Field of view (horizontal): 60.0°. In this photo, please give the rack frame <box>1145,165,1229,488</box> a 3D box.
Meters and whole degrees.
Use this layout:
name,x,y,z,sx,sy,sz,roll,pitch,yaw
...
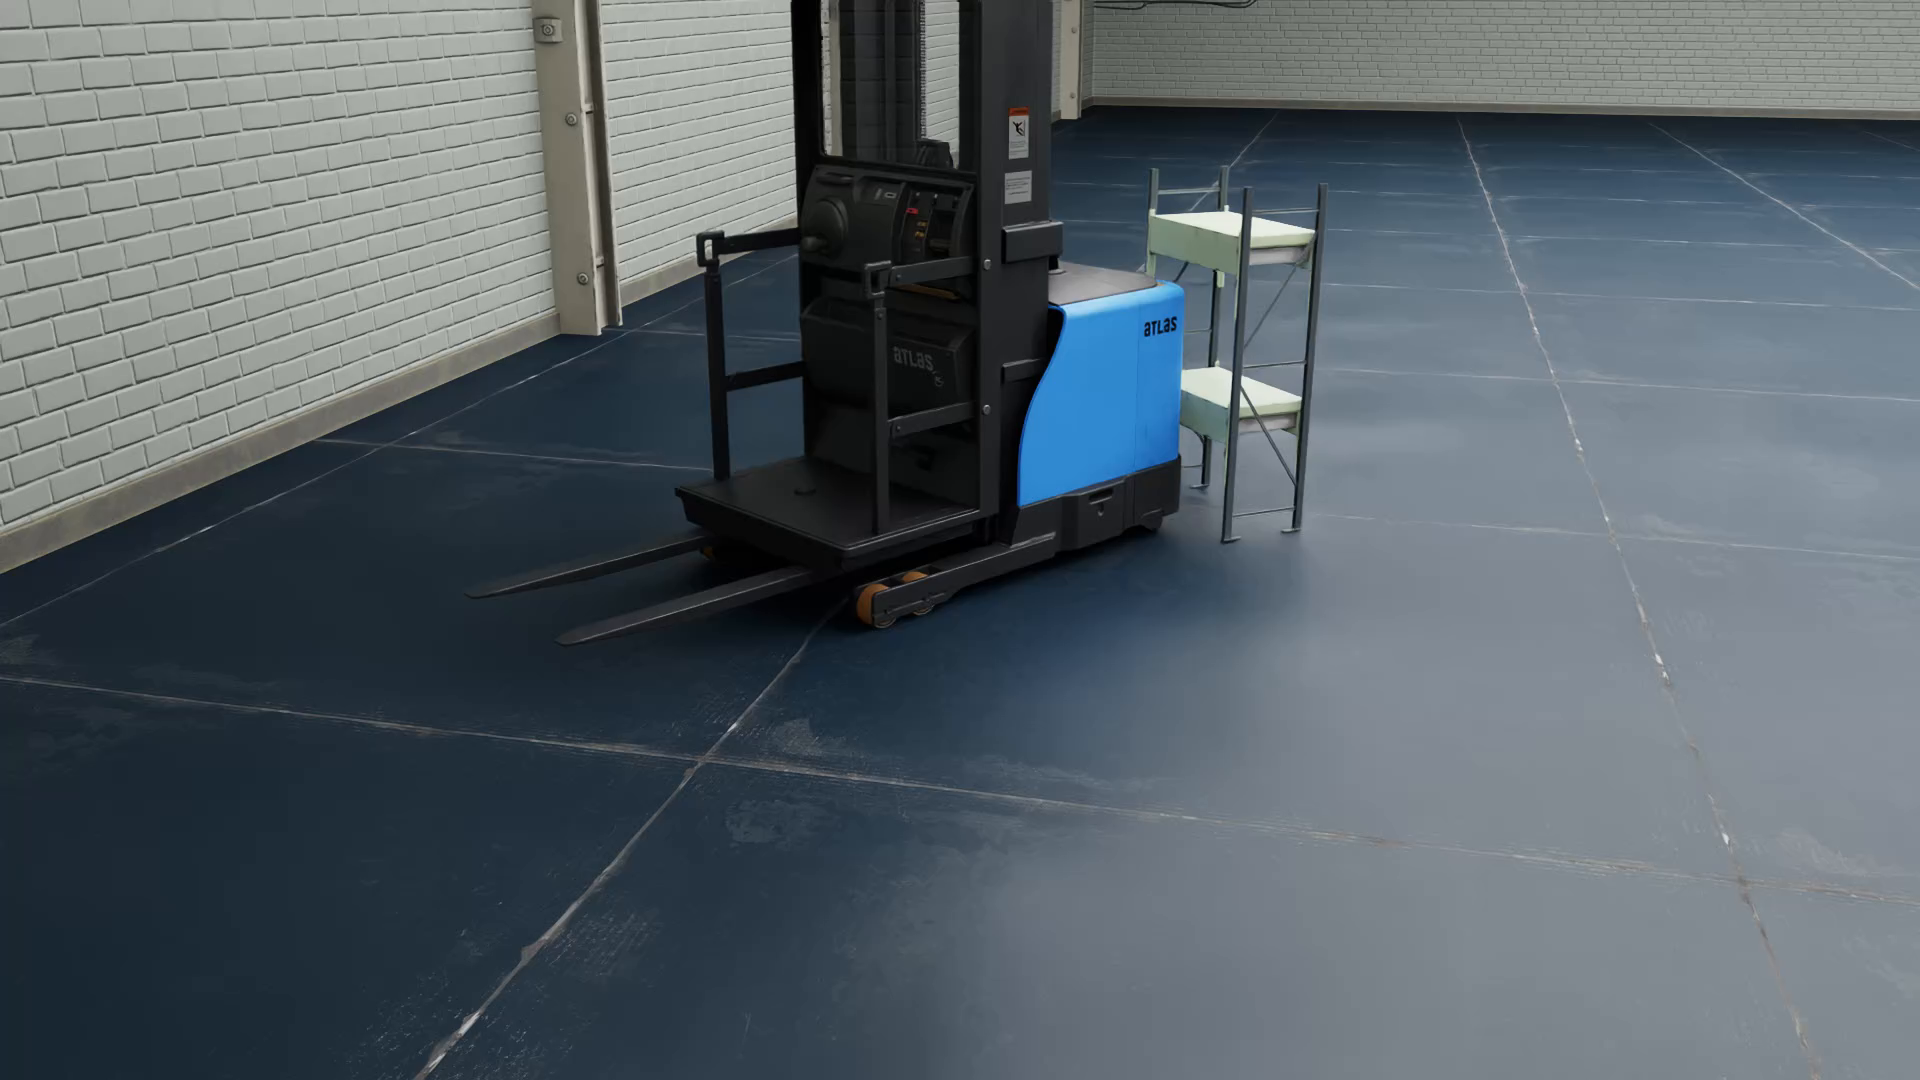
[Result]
name,x,y,z,sx,sy,sz,roll,pitch,yaw
rack frame,1.014,-0.946,7.628,0.400,1.500,0.023,-8,20,-24

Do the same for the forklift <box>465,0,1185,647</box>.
name,x,y,z,sx,sy,sz,roll,pitch,yaw
forklift,-0.443,-1.244,6.296,3.031,2.935,1.130,-17,25,-41

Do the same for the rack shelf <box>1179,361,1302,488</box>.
name,x,y,z,sx,sy,sz,roll,pitch,yaw
rack shelf,1.164,-0.529,7.417,0.431,0.370,0.720,-8,20,-24

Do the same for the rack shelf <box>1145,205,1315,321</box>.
name,x,y,z,sx,sy,sz,roll,pitch,yaw
rack shelf,1.171,-1.208,7.189,0.431,0.370,0.720,-8,20,-24

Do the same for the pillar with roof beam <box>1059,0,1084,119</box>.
name,x,y,z,sx,sy,sz,roll,pitch,yaw
pillar with roof beam,6.025,-11.016,25.516,9.100,9.000,0.400,5,19,13

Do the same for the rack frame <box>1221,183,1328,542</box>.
name,x,y,z,sx,sy,sz,roll,pitch,yaw
rack frame,1.320,-0.731,6.999,0.400,1.500,0.023,-8,20,-24

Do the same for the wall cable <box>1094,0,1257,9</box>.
name,x,y,z,sx,sy,sz,roll,pitch,yaw
wall cable,3.852,-10.705,29.411,3.097,2.526,0.112,5,19,13

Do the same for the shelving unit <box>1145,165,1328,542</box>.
name,x,y,z,sx,sy,sz,roll,pitch,yaw
shelving unit,1.167,-0.838,7.313,0.431,1.500,0.755,-8,20,-24

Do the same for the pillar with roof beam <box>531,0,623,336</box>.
name,x,y,z,sx,sy,sz,roll,pitch,yaw
pillar with roof beam,1.627,-5.374,8.998,9.100,9.000,0.400,5,19,13

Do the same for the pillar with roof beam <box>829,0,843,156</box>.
name,x,y,z,sx,sy,sz,roll,pitch,yaw
pillar with roof beam,3.093,-7.254,14.504,9.100,9.000,0.400,5,19,13
